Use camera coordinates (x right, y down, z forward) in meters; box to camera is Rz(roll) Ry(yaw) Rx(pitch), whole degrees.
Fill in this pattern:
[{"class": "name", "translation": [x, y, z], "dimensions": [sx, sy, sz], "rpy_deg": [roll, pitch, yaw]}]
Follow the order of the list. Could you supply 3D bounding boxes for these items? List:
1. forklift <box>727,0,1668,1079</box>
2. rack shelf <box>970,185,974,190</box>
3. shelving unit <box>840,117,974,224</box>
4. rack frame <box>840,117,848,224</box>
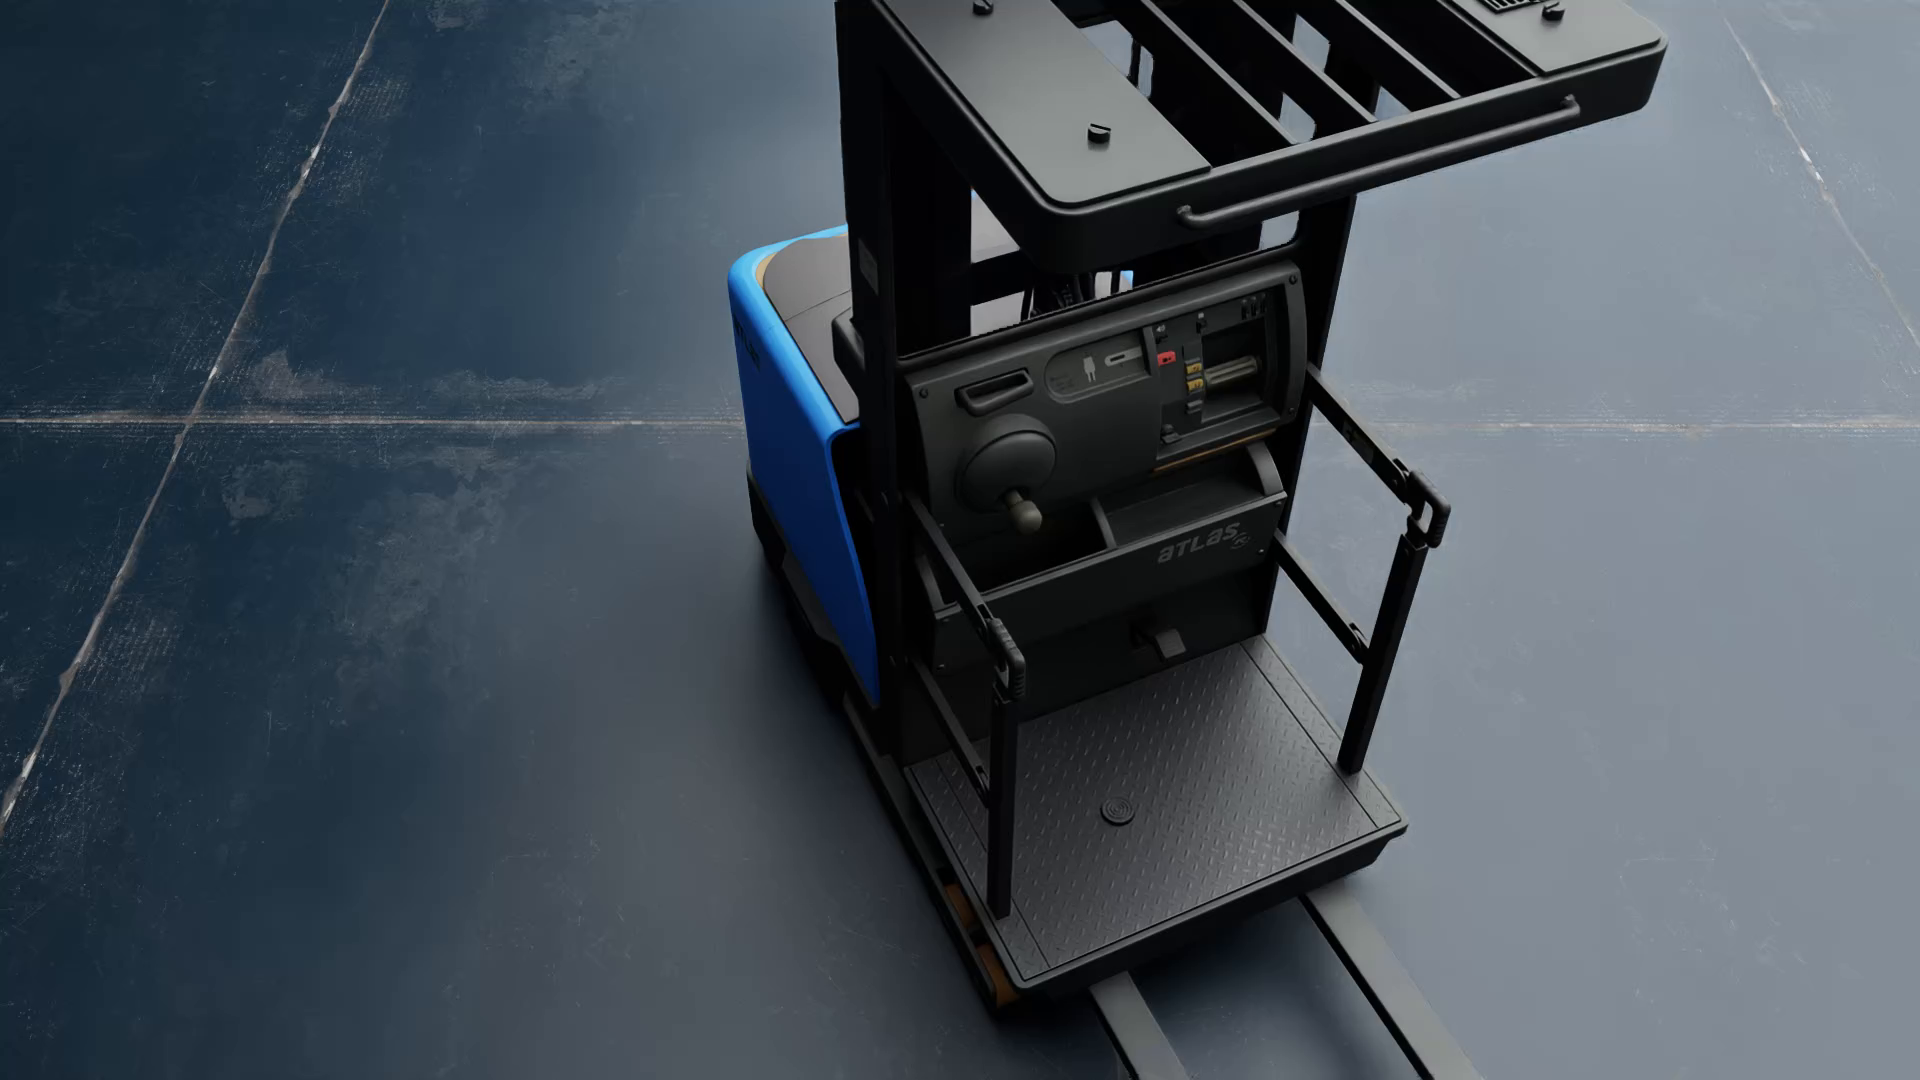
[{"class": "forklift", "translation": [0.428, -0.205, 3.439], "dimensions": [1.130, 2.935, 3.031], "rpy_deg": [-19, 50, -17]}, {"class": "rack shelf", "translation": [-0.063, -1.059, 4.879], "dimensions": [0.480, 0.148, 0.258], "rpy_deg": [-19, 50, -17]}, {"class": "shelving unit", "translation": [-0.063, -0.791, 5.166], "dimensions": [0.503, 1.200, 0.258], "rpy_deg": [-19, 50, -17]}, {"class": "rack frame", "translation": [-0.285, -0.716, 5.096], "dimensions": [0.015, 1.200, 0.240], "rpy_deg": [-19, 50, -17]}]
